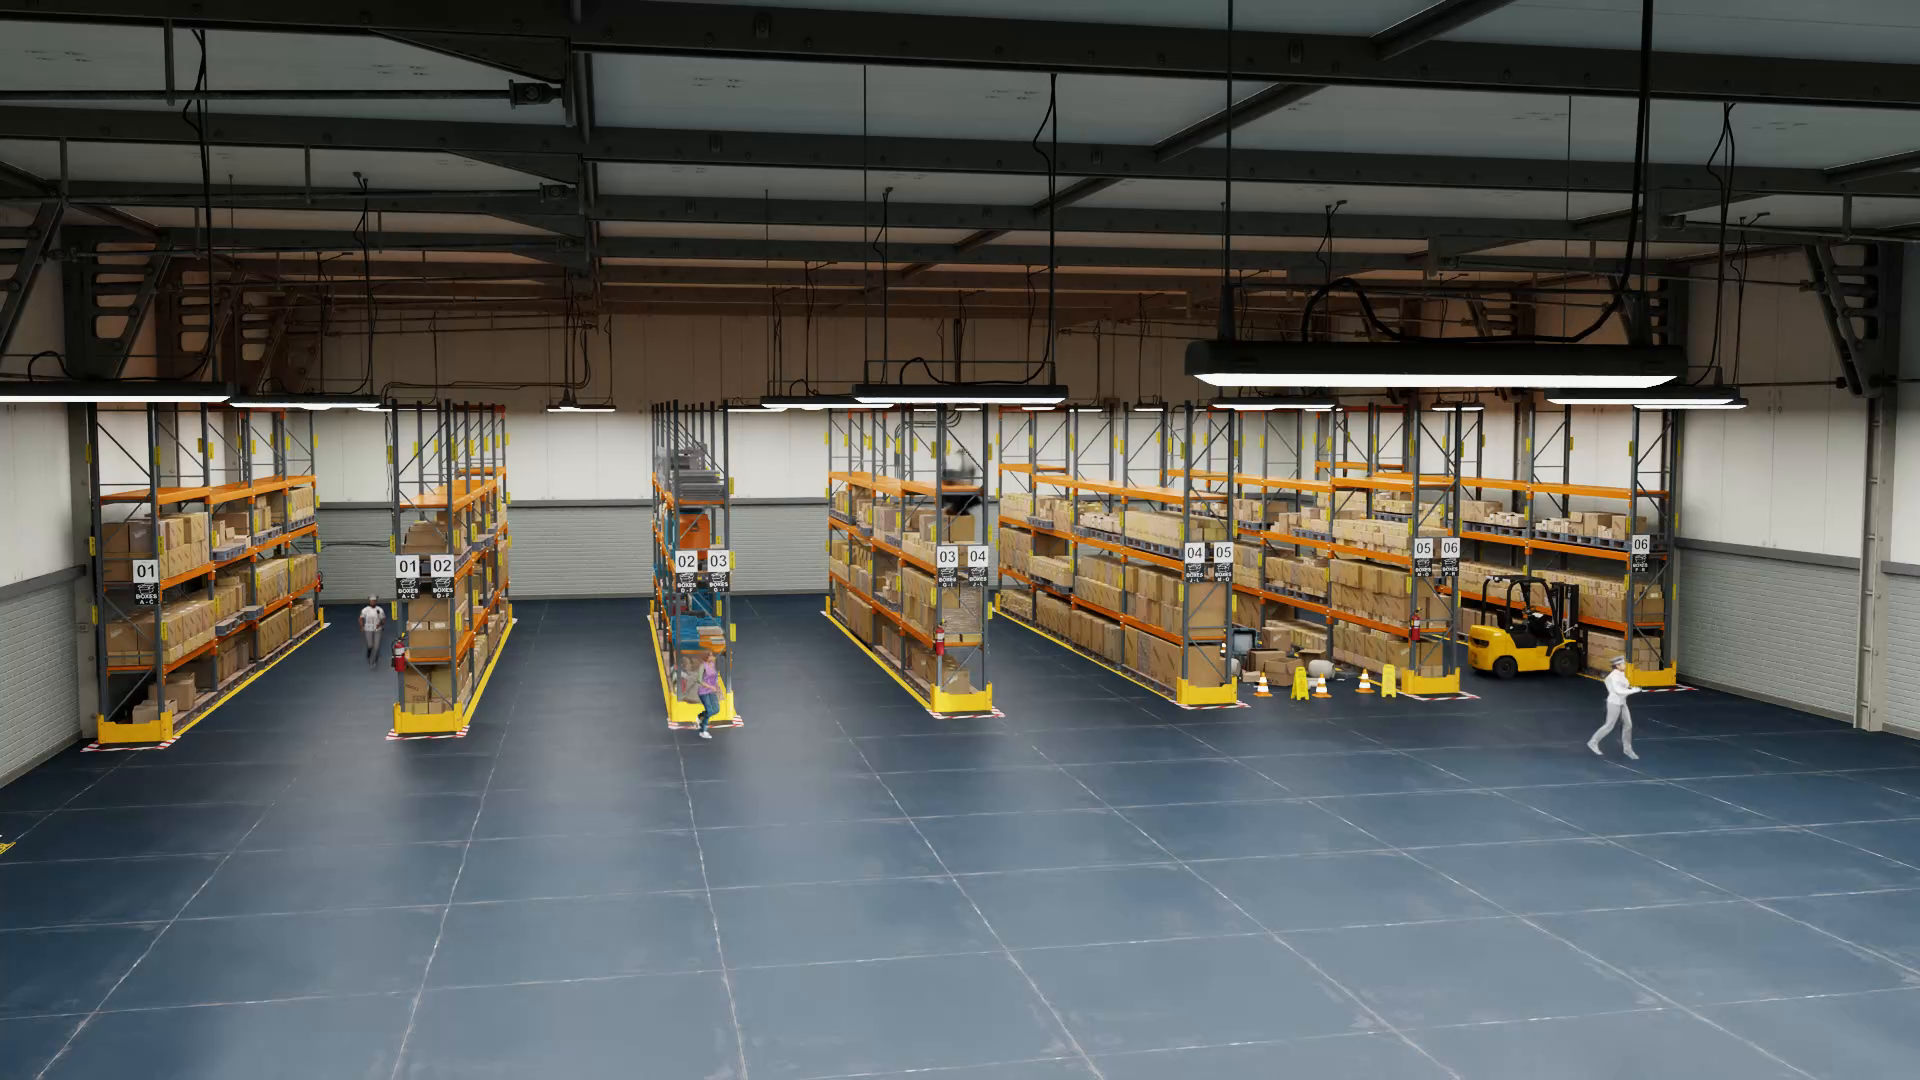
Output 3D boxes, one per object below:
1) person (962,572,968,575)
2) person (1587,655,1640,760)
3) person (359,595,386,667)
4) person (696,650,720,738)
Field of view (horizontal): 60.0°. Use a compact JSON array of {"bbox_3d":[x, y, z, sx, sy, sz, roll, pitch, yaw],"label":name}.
[{"bbox_3d":[0.111,1.362,47.232,0.593,1.650,0.787,0,4,-1],"label":"person"},{"bbox_3d":[10.910,2.778,27.723,0.806,1.747,0.612,3,5,34],"label":"person"},{"bbox_3d":[-13.274,2.066,37.607,0.574,1.651,0.548,-2,5,-22],"label":"person"},{"bbox_3d":[-4.492,2.731,29.592,0.572,1.570,0.584,2,5,27],"label":"person"}]
